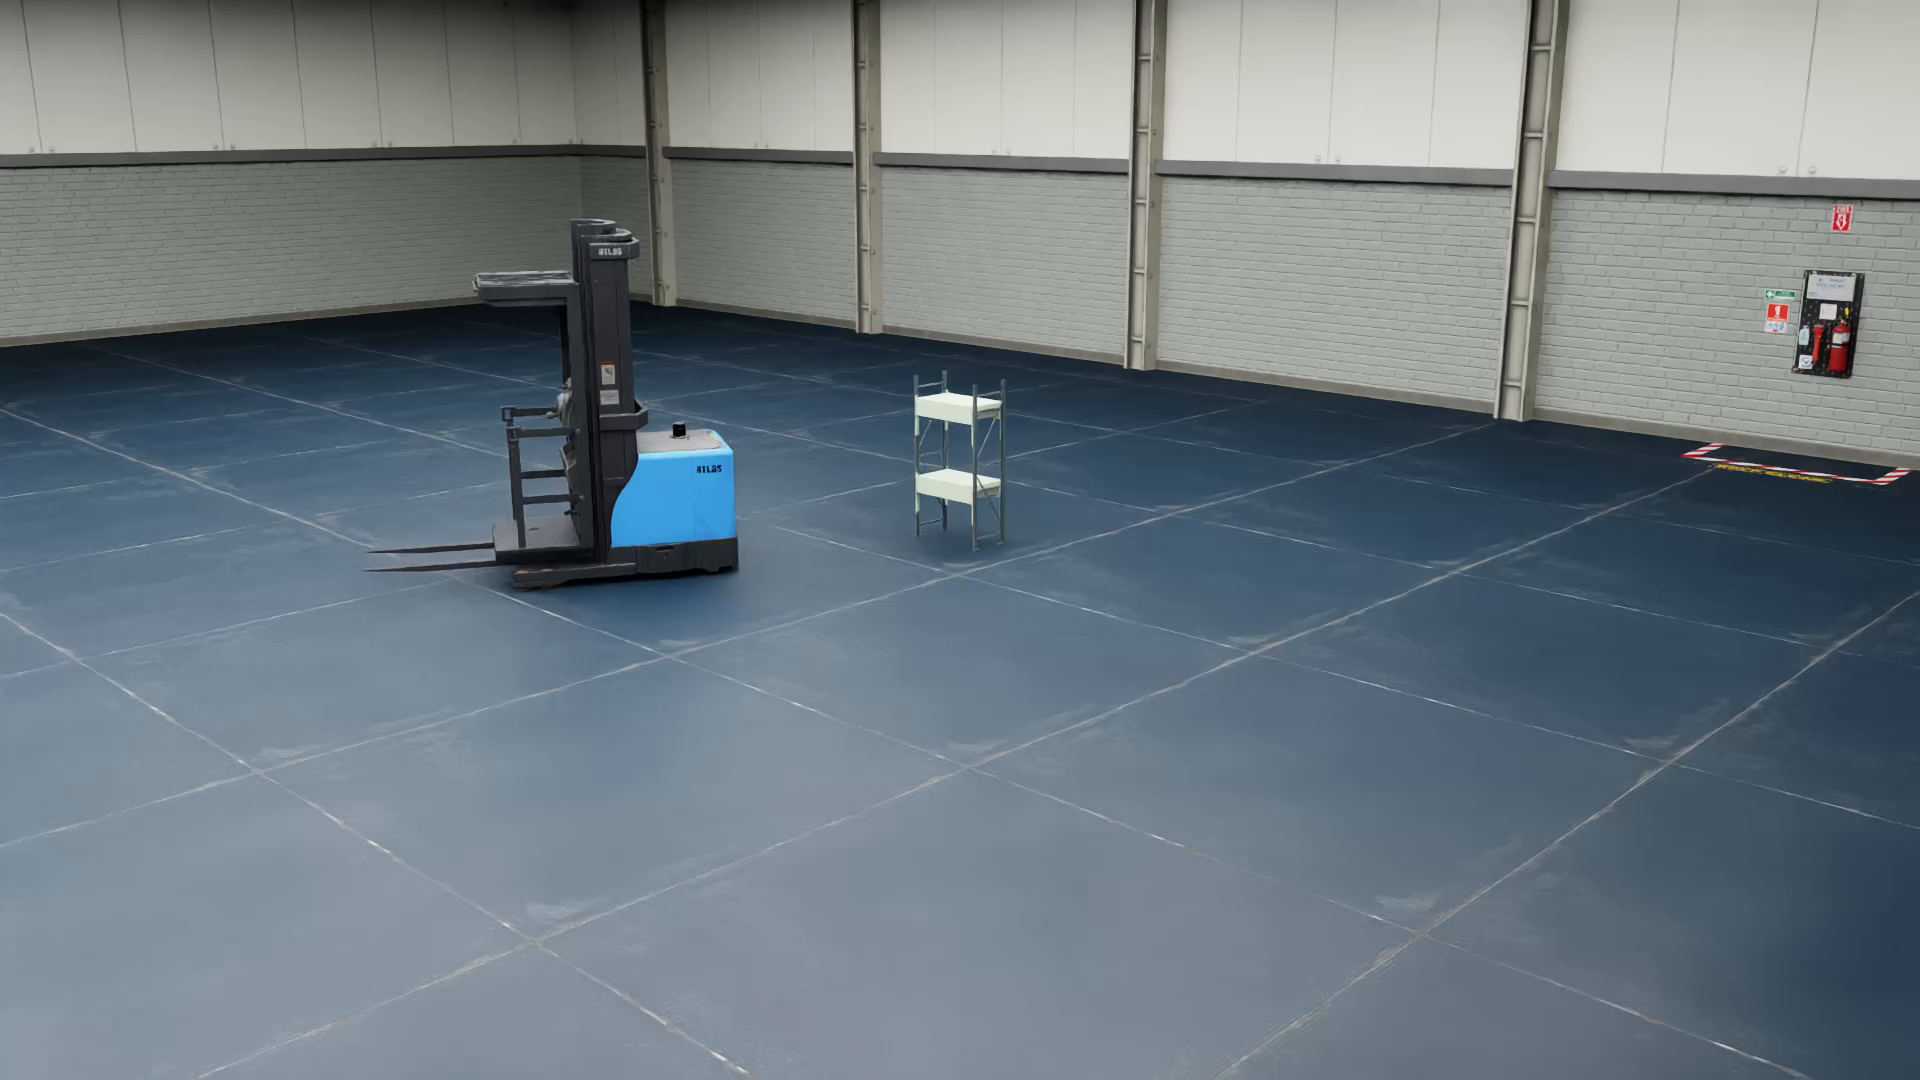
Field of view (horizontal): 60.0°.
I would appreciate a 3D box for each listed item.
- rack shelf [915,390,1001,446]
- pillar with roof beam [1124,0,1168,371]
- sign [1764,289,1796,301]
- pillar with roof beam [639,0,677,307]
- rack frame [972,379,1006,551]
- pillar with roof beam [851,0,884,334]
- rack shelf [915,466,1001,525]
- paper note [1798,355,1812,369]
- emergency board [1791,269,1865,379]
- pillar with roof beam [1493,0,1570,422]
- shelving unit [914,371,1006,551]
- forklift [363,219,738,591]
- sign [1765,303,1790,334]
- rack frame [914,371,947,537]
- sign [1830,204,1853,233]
[{"bbox_3d":[-0.005,-1.105,14.967,0.720,0.370,0.431,14,20,42],"label":"rack shelf"},{"bbox_3d":[-0.255,-6.173,21.093,0.400,9.000,9.100,14,20,42],"label":"pillar with roof beam"},{"bbox_3d":[9.290,-2.777,18.837,0.331,0.109,0.001,14,20,42],"label":"sign"},{"bbox_3d":[-8.893,-8.273,29.153,0.400,9.000,9.100,14,20,42],"label":"pillar with roof beam"},{"bbox_3d":[0.259,-0.663,14.820,0.023,1.500,0.400,14,20,42],"label":"rack frame"},{"bbox_3d":[-4.574,-7.223,25.123,0.400,9.000,9.100,14,20,42],"label":"pillar with roof beam"},{"bbox_3d":[-0.005,-0.411,15.148,0.720,0.370,0.431,14,20,42],"label":"rack shelf"},{"bbox_3d":[9.540,-2.007,18.753,0.142,0.148,0.016,14,20,42],"label":"paper note"},{"bbox_3d":[9.619,-2.390,18.474,0.643,1.169,0.194,14,20,42],"label":"emergency board"},{"bbox_3d":[4.064,-5.123,17.063,0.400,9.000,9.100,14,20,42],"label":"pillar with roof beam"},{"bbox_3d":[-0.005,-0.727,15.065,0.755,1.500,0.431,14,20,42],"label":"shelving unit"},{"bbox_3d":[-3.470,-1.149,13.847,3.031,2.935,1.130,-4,15,-17],"label":"forklift"},{"bbox_3d":[9.293,-2.523,18.913,0.234,0.329,0.001,14,20,42],"label":"sign"},{"bbox_3d":[-0.268,-0.791,15.311,0.023,1.500,0.400,14,20,42],"label":"rack frame"},{"bbox_3d":[9.683,-3.532,18.257,0.199,0.298,0.001,14,20,42],"label":"sign"}]
